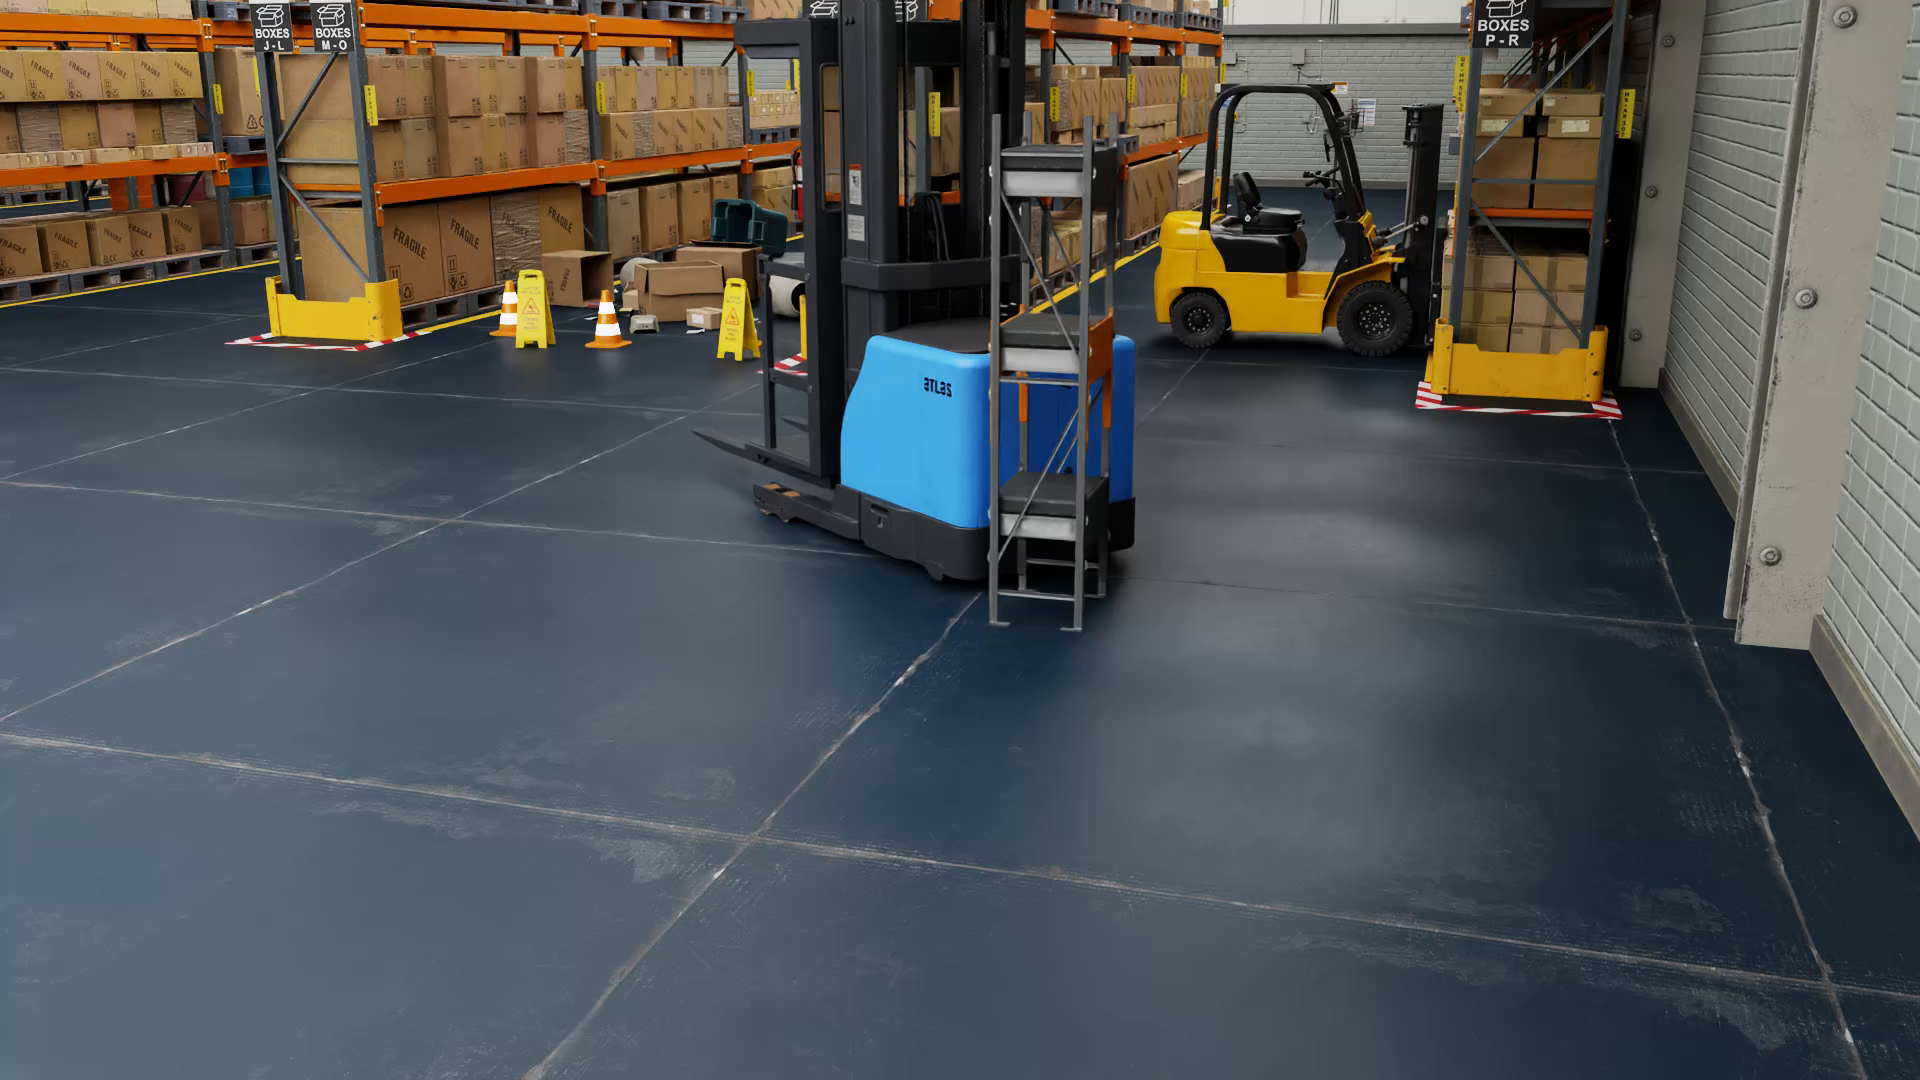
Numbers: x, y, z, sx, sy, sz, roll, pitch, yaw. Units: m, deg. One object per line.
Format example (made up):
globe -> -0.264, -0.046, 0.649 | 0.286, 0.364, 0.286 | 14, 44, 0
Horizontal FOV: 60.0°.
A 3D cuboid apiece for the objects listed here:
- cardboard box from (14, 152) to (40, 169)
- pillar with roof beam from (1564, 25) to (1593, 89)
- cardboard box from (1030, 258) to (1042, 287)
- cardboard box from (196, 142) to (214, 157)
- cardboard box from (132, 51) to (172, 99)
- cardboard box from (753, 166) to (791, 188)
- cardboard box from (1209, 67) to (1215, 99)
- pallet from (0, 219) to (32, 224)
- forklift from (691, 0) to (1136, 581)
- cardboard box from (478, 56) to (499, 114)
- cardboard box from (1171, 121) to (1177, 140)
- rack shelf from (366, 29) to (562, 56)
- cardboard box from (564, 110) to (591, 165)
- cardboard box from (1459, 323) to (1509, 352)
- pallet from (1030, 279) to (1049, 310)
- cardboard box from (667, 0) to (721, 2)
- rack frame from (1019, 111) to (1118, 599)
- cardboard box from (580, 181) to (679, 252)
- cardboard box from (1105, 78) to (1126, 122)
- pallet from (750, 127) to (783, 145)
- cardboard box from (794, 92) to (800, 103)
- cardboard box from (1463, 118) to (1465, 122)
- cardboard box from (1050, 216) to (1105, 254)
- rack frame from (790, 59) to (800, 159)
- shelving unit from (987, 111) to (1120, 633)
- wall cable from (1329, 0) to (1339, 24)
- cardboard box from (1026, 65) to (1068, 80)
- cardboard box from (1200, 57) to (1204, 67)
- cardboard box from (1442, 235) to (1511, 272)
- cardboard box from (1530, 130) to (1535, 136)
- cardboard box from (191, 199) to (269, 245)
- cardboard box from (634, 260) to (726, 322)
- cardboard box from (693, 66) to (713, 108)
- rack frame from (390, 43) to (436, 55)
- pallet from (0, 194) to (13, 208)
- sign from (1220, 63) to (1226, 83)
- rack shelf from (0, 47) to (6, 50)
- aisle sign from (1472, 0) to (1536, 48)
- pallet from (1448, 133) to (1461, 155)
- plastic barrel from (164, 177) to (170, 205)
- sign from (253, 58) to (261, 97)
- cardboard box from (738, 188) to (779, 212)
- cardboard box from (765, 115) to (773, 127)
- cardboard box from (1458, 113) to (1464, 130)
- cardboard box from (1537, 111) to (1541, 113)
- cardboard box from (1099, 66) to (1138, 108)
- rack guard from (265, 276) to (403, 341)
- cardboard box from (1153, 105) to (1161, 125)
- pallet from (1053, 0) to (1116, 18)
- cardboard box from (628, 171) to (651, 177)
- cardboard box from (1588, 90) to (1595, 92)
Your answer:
cardboard box -> -9.612, -3.863, 16.912 | 0.380, 0.149, 0.250 | 5, 16, 16
pillar with roof beam -> 4.381, -8.987, 23.523 | 9.100, 9.000, 0.400 | 5, 16, 16
cardboard box -> 0.502, -2.649, 16.442 | 0.500, 0.250, 0.500 | 5, 17, 18
cardboard box -> -8.868, -4.514, 19.208 | 0.380, 0.149, 0.250 | 5, 16, 16
cardboard box -> -9.094, -5.116, 18.310 | 0.500, 0.500, 0.500 | 5, 16, 16
cardboard box -> -2.653, -5.004, 22.912 | 0.500, 0.250, 0.500 | 4, 16, 15
cardboard box -> 3.794, -7.331, 26.662 | 0.500, 0.500, 0.500 | 5, 16, 16
pallet -> -13.307, -4.285, 23.051 | 1.003, 0.211, 1.213 | 5, 16, 16
forklift -> -0.434, -1.567, 8.482 | 1.130, 2.935, 3.031 | -11, 19, -34
cardboard box -> -4.973, -4.378, 16.014 | 0.875, 0.550, 0.500 | 5, 16, 16
cardboard box -> 2.800, -5.830, 23.660 | 0.500, 0.250, 0.500 | 4, 16, 15
rack shelf -> -7.384, -7.381, 24.676 | 1.077, 0.370, 4.000 | 5, 16, 16
cardboard box -> -4.455, -4.278, 17.639 | 0.875, 0.550, 0.550 | 5, 16, 16
cardboard box -> 3.867, -1.542, 12.538 | 0.500, 0.250, 0.500 | 5, 17, 16
pallet -> 0.256, -2.426, 16.495 | 1.003, 0.211, 1.213 | 5, 16, 16
cardboard box -> -3.235, -6.703, 20.179 | 0.500, 0.311, 0.500 | 5, 16, 16
rack frame -> 0.459, -0.767, 7.185 | 0.400, 2.100, 0.015 | 5, 16, 16
cardboard box -> -3.994, -3.844, 19.739 | 1.050, 0.750, 0.750 | 5, 16, 16
cardboard box -> 1.687, -5.245, 19.826 | 0.500, 0.500, 0.500 | 4, 16, 14
pallet -> -3.125, -5.452, 22.406 | 1.213, 0.211, 1.003 | 5, 16, 16
cardboard box -> -2.462, -6.232, 23.404 | 0.380, 0.149, 0.250 | 4, 16, 15
cardboard box -> 5.207, -4.014, 16.341 | 0.500, 0.250, 0.500 | 4, 16, 14
cardboard box -> 1.177, -3.589, 19.533 | 0.950, 0.372, 0.625 | 4, 16, 15
rack frame -> -2.088, -6.396, 25.382 | 1.000, 3.000, 0.127 | 5, 16, 16
shelving unit -> 0.390, -0.703, 6.960 | 0.431, 2.100, 0.503 | 5, 16, 16
wall cable -> 8.550, -11.214, 31.307 | 2.988, 3.039, 0.133 | 5, 16, 16
cardboard box -> 0.885, -4.747, 16.880 | 0.380, 0.149, 0.250 | 5, 16, 16
cardboard box -> 3.603, -7.479, 25.995 | 0.380, 0.149, 0.250 | 5, 17, 17
cardboard box -> 4.141, -2.287, 13.332 | 0.500, 0.250, 0.500 | 5, 17, 17
cardboard box -> 4.709, -2.941, 13.019 | 0.500, 0.500, 0.500 | 4, 16, 15
cardboard box -> -8.894, -3.882, 20.294 | 0.700, 0.500, 0.500 | 3, 16, 12
cardboard box -> -2.652, -2.354, 15.707 | 0.797, 0.503, 0.637 | -7, 17, -23
cardboard box -> -3.505, -5.630, 20.665 | 0.700, 0.500, 0.500 | 4, 16, 15
rack frame -> -10.427, -8.238, 31.875 | 1.000, 3.000, 0.127 | 5, 16, 16
pallet -> -16.852, -5.699, 28.035 | 1.003, 0.211, 1.213 | 5, 16, 16
sign -> 4.339, -7.710, 27.460 | 0.100, 0.325, 0.005 | 5, 16, 16
rack shelf -> -20.494, -9.580, 32.428 | 1.077, 0.370, 4.000 | 5, 16, 16
aisle sign -> 3.736, -3.771, 11.365 | 0.394, 0.787, 0.004 | 5, 16, 16
pallet -> 6.435, -4.699, 19.750 | 1.213, 0.211, 1.003 | 5, 16, 16
plastic barrel -> -12.503, -5.434, 25.780 | 0.421, 0.512, 0.421 | 0, 16, 0
sign -> -6.015, -3.973, 14.285 | 0.100, 0.325, 0.005 | 5, 16, 16
cardboard box -> -2.780, -4.514, 22.559 | 0.500, 0.500, 0.500 | 4, 16, 14
cardboard box -> -2.752, -5.673, 22.524 | 0.380, 0.149, 0.250 | 5, 17, 19
cardboard box -> 6.299, -5.039, 20.104 | 0.500, 0.250, 0.500 | 4, 16, 13
cardboard box -> 4.890, -3.415, 13.499 | 0.380, 0.149, 0.250 | 4, 16, 14
cardboard box -> 1.924, -5.631, 20.671 | 0.500, 0.500, 0.500 | 4, 16, 14
rack guard -> -5.505, -2.048, 14.633 | 1.175, 0.500, 0.348 | 5, 16, 16
cardboard box -> 2.388, -5.670, 22.182 | 0.500, 0.250, 0.500 | 5, 17, 17
pallet -> 0.982, -5.723, 17.857 | 1.213, 0.211, 1.003 | 5, 16, 16
cardboard box -> -6.042, -6.622, 29.302 | 0.875, 0.875, 0.875 | 5, 16, 16
cardboard box -> 5.094, -3.689, 13.920 | 0.380, 0.149, 0.250 | 4, 16, 15
